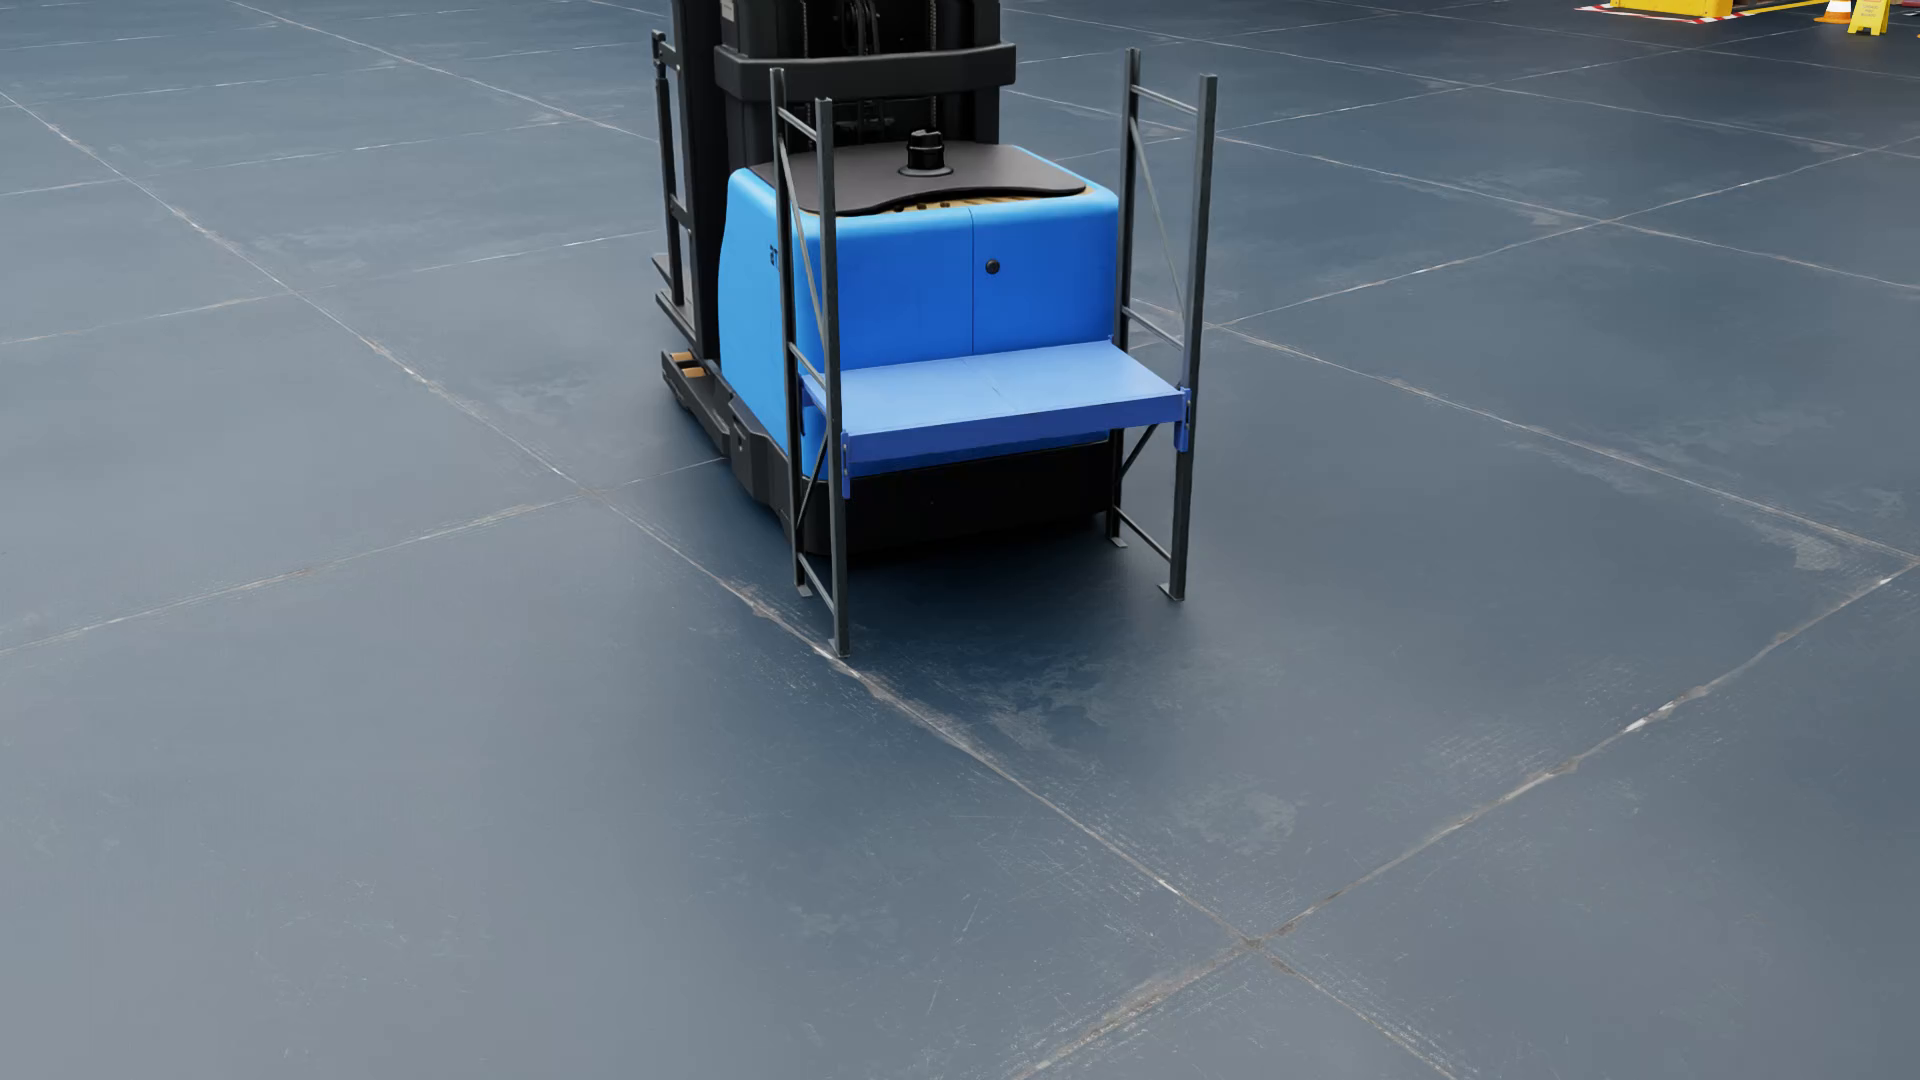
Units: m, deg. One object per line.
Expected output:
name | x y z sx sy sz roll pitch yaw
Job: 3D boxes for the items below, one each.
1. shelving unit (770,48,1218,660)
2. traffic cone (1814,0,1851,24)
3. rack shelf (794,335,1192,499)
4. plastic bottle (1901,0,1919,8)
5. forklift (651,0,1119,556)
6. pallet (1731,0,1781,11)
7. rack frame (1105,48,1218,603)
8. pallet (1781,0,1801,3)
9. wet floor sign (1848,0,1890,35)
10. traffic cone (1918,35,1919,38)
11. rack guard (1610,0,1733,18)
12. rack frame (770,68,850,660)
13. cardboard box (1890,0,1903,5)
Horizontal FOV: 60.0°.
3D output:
shelving unit | 0.080 -0.525 4.601 1.048 1.500 0.538 -9 26 -18
traffic cone | 8.449 -5.213 15.933 0.334 0.463 0.336 -18 31 -34
rack shelf | 0.080 -0.362 4.676 1.000 0.185 0.538 -9 26 -18
plastic bottle | 9.764 -5.463 16.950 0.283 0.061 0.133 15 29 29
forklift | -0.515 -1.876 5.811 1.130 2.935 3.031 -9 27 -20
pallet | 7.735 -5.665 17.206 1.213 0.211 1.003 -18 31 -34
rack frame | 0.558 -0.597 4.756 0.032 1.500 0.500 -9 26 -18
pallet | 8.695 -5.980 17.885 1.213 0.211 1.003 -18 31 -34
wet floor sign | 8.354 -4.965 15.182 0.267 0.644 0.232 21 32 37
traffic cone | 8.878 -4.751 14.936 0.334 0.463 0.336 -18 31 -34
rack guard | 7.136 -5.556 16.628 0.348 0.500 1.175 -18 31 -34
rack frame | -0.399 -0.453 4.445 0.032 1.500 0.500 -9 26 -18
cardboard box | 9.714 -5.860 17.279 0.500 0.500 0.500 -13 28 -25
